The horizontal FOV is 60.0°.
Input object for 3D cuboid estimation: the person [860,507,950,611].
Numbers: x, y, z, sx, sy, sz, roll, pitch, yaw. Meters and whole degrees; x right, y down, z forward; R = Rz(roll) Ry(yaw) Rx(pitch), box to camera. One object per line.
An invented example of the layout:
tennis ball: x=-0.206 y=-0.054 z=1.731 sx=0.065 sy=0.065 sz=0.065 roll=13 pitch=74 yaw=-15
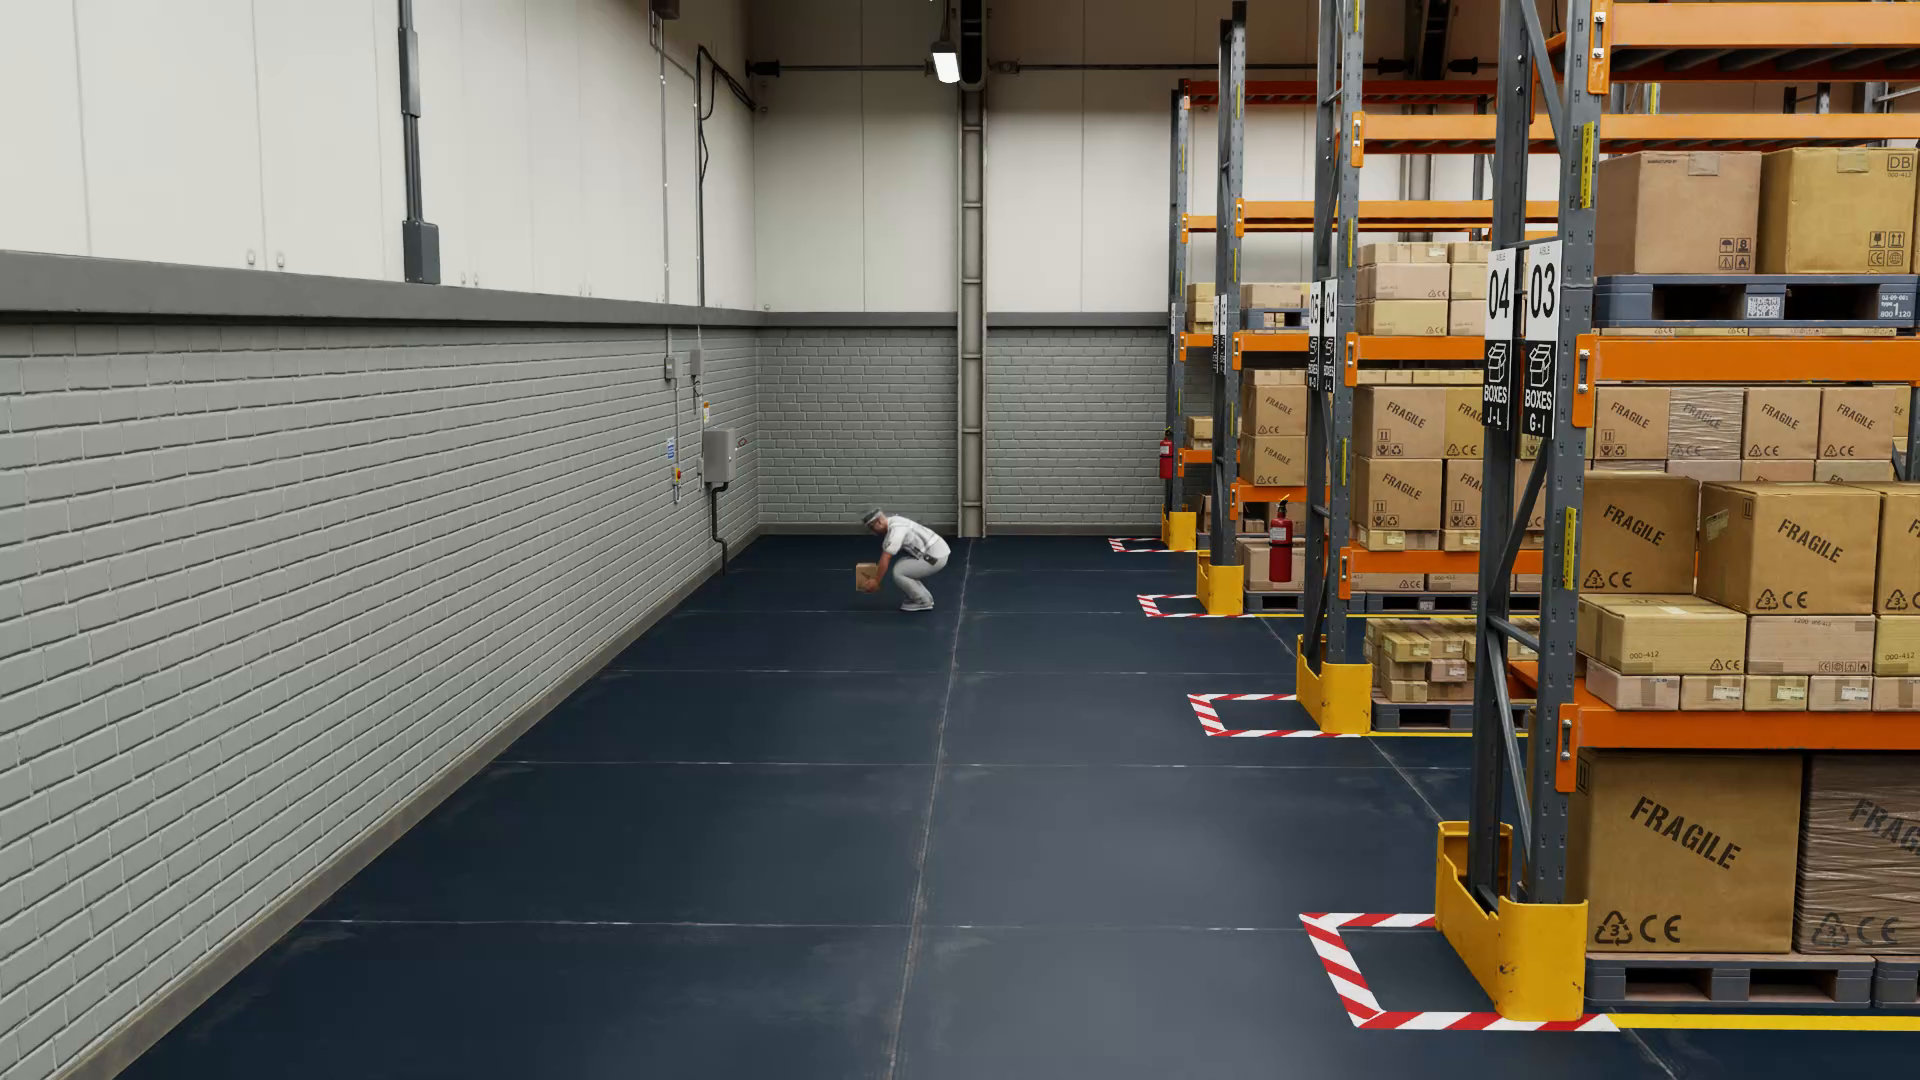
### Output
person: x=-0.558 y=0.186 z=17.049 sx=0.918 sy=1.062 sz=0.556 roll=0 pitch=7 yaw=1
